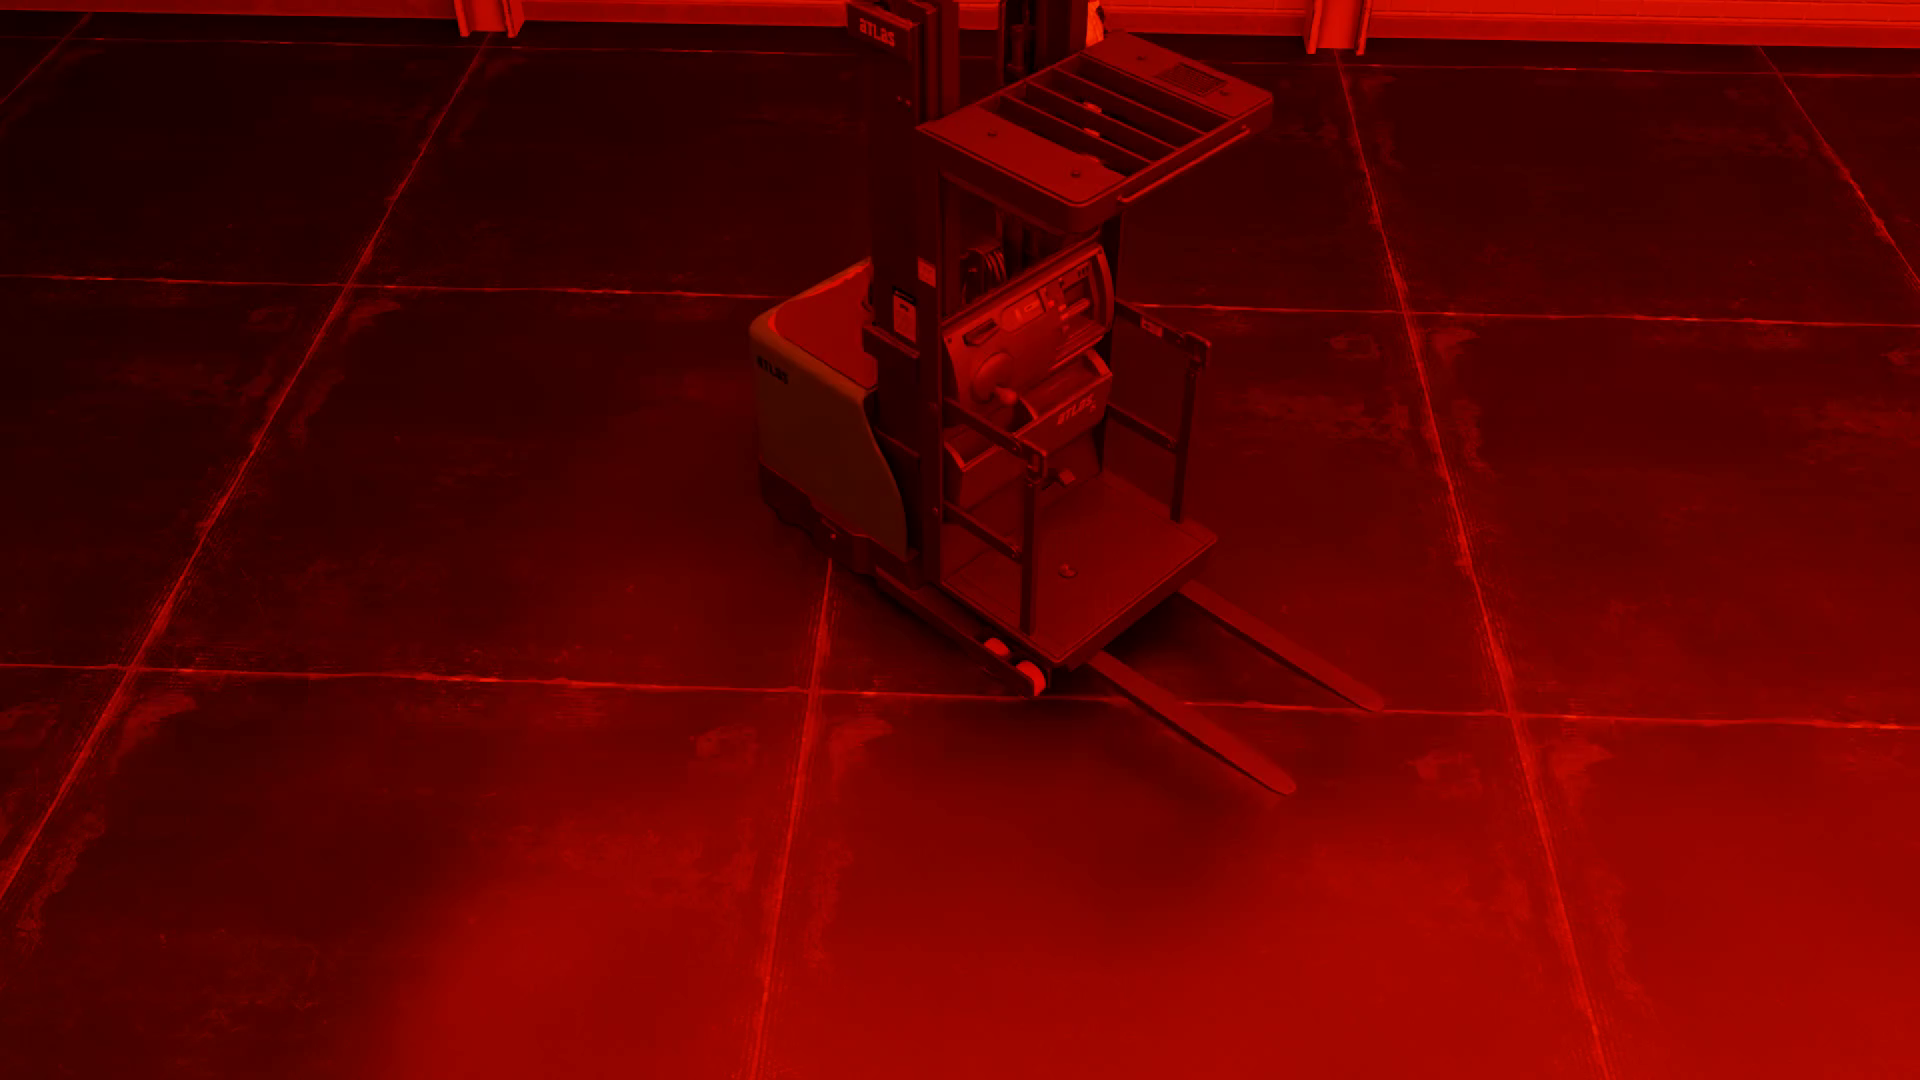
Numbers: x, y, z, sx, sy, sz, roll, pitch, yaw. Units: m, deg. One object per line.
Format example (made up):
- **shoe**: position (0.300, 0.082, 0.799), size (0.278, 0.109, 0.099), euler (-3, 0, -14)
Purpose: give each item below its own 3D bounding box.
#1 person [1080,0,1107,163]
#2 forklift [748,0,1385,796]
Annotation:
- **person**: position (0.717, -2.599, 9.605), size (0.597, 1.619, 0.720), euler (-3, 42, -3)
- **forklift**: position (0.440, -0.796, 6.614), size (3.031, 2.935, 1.130), euler (34, 52, 31)
